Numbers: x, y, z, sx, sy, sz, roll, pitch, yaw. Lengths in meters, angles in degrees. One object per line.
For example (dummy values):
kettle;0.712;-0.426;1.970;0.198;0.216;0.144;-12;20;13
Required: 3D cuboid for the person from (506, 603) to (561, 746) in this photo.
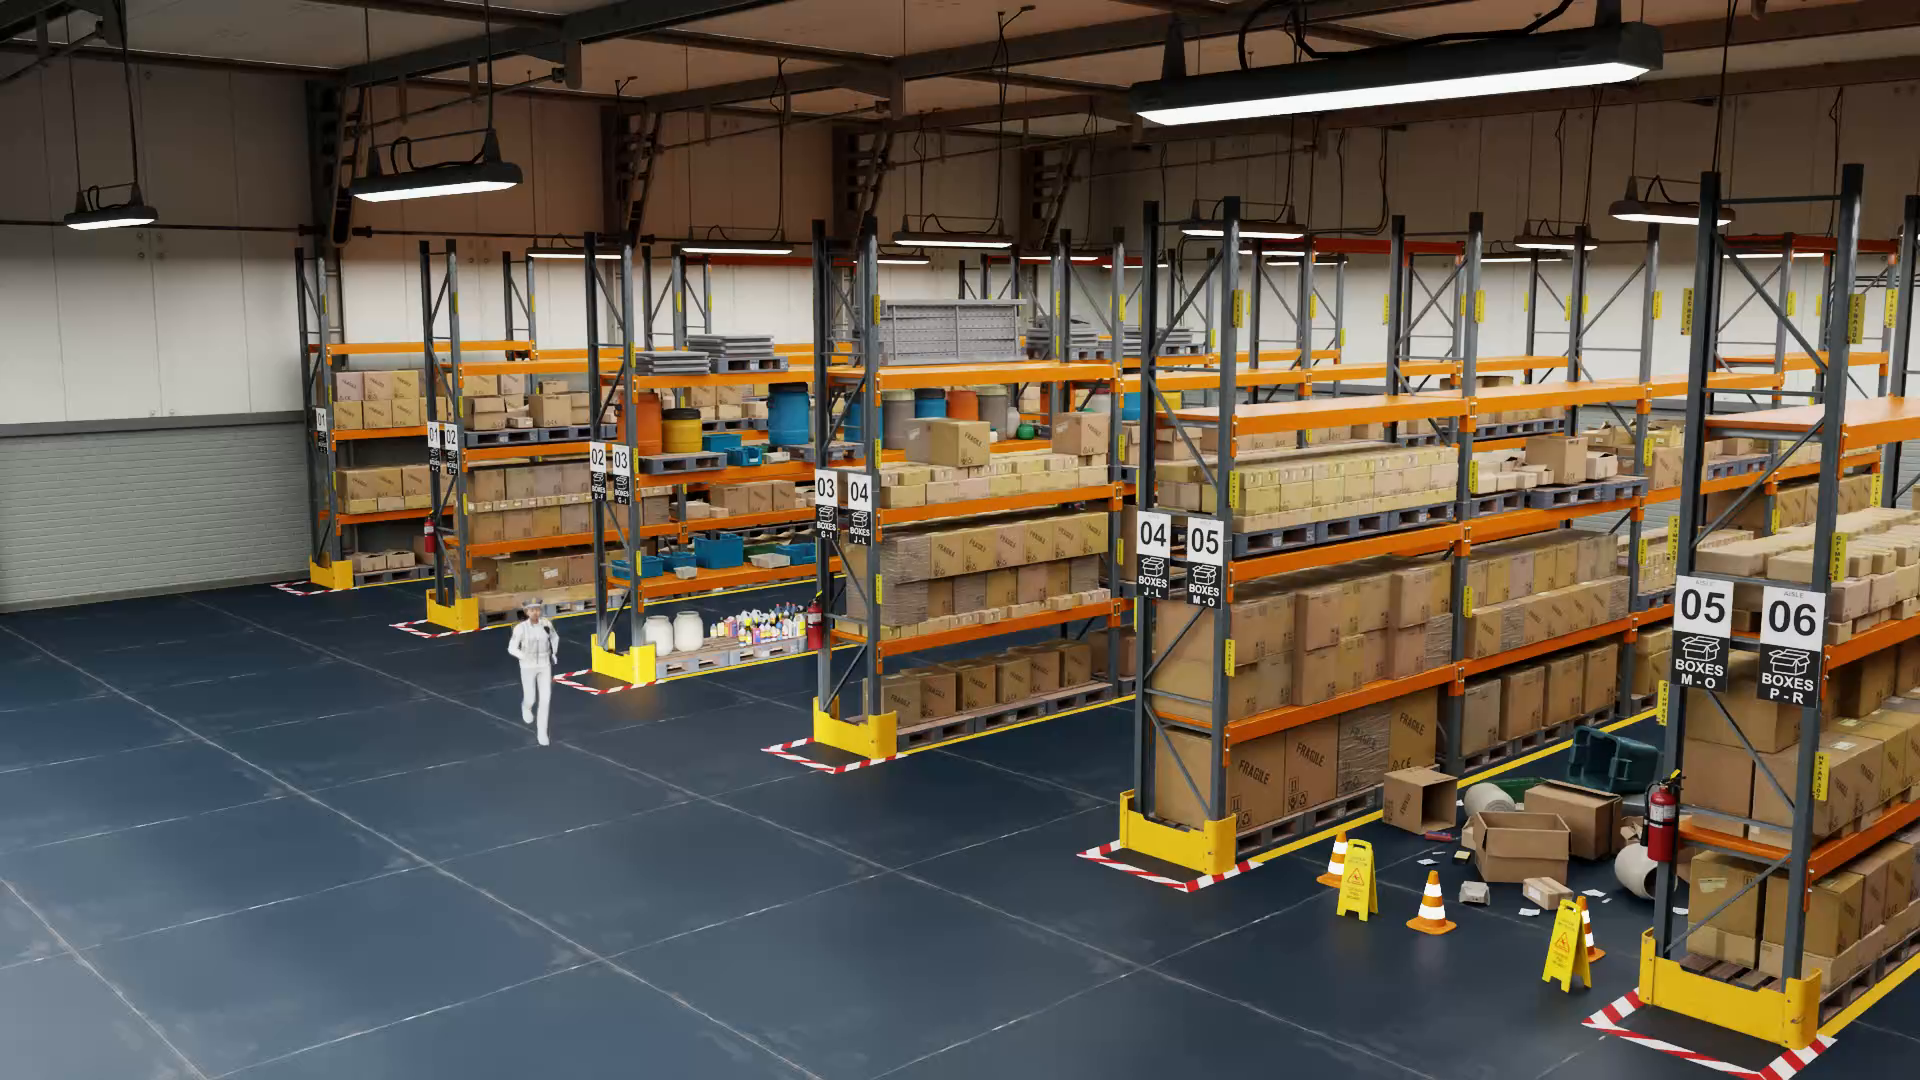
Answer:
person;-4.930;1.537;19.301;0.616;1.656;0.557;-4;9;-25
